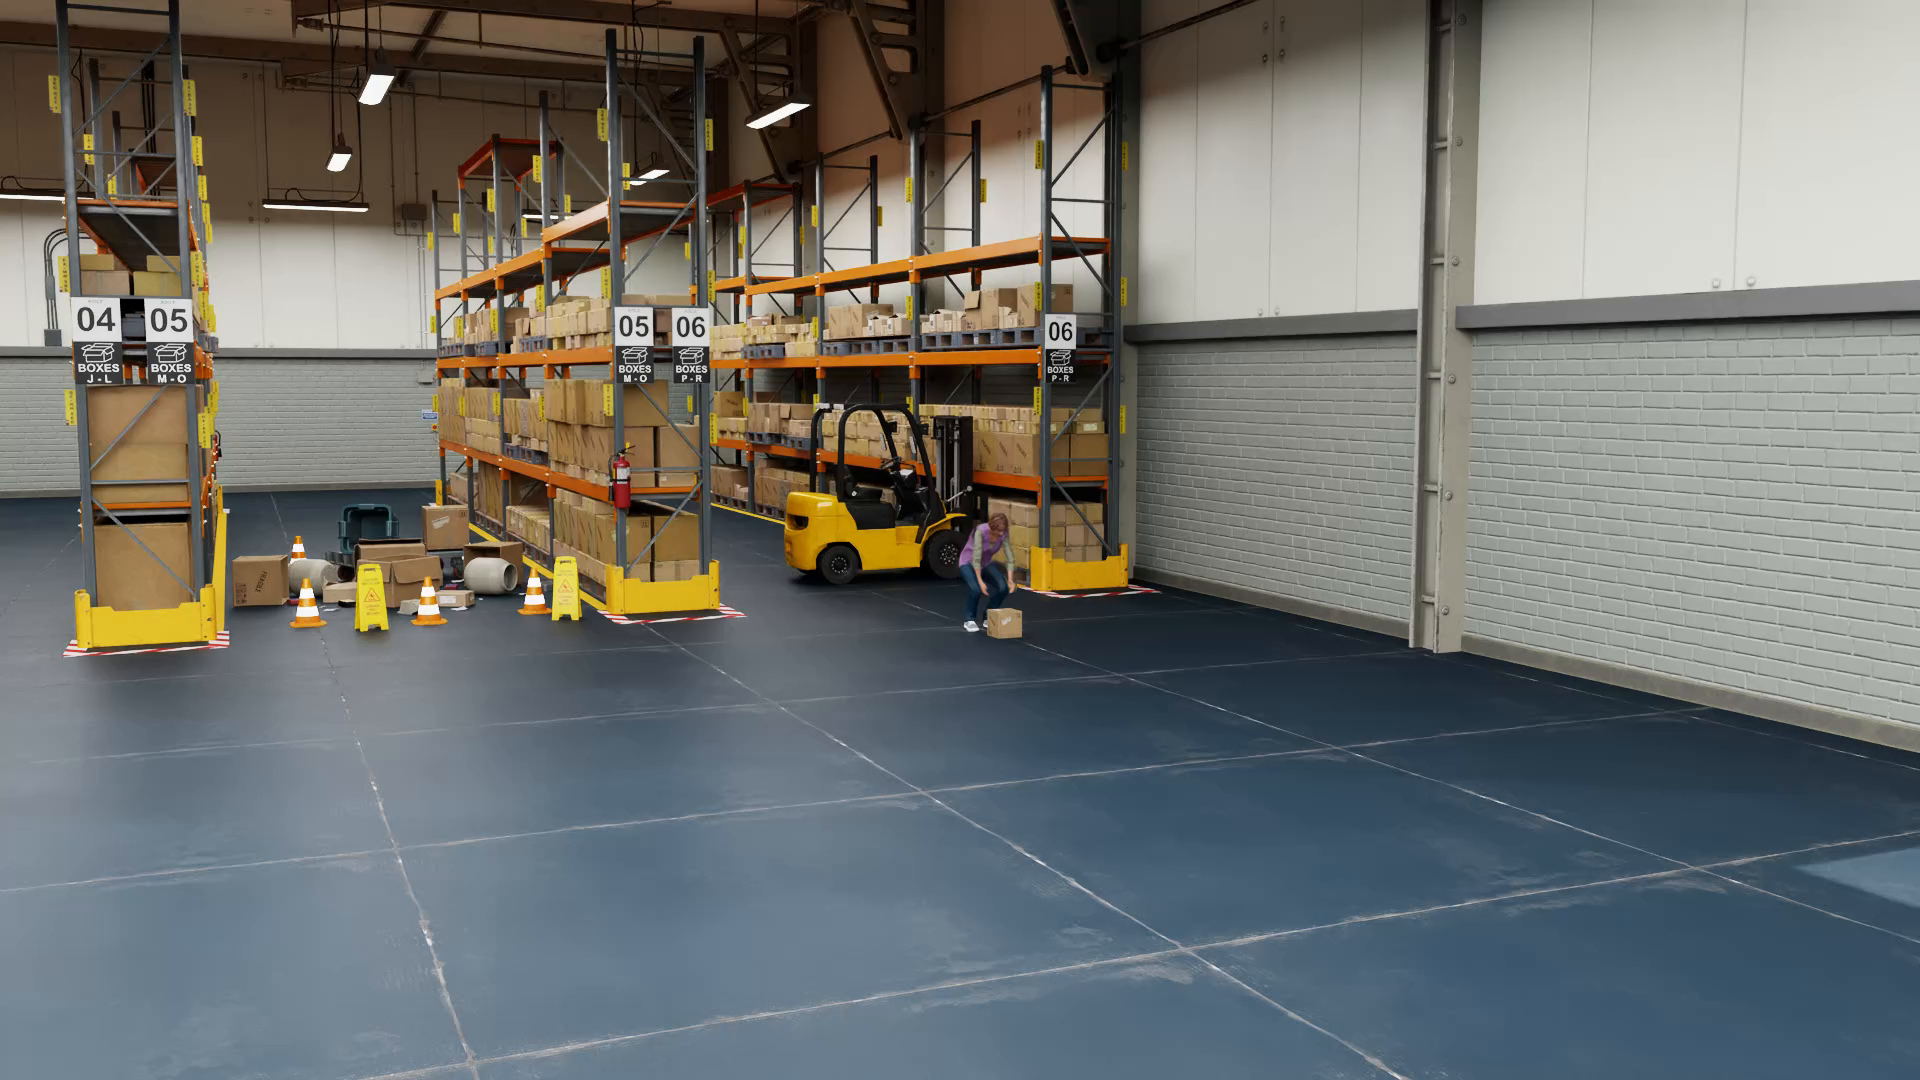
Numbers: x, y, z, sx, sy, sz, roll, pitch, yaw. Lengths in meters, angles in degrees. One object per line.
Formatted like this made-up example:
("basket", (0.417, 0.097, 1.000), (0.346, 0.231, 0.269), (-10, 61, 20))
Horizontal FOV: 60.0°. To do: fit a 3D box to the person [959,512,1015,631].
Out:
("person", (0.262, 0.298, 16.300), (0.446, 1.186, 0.714), (-2, 6, -24))
